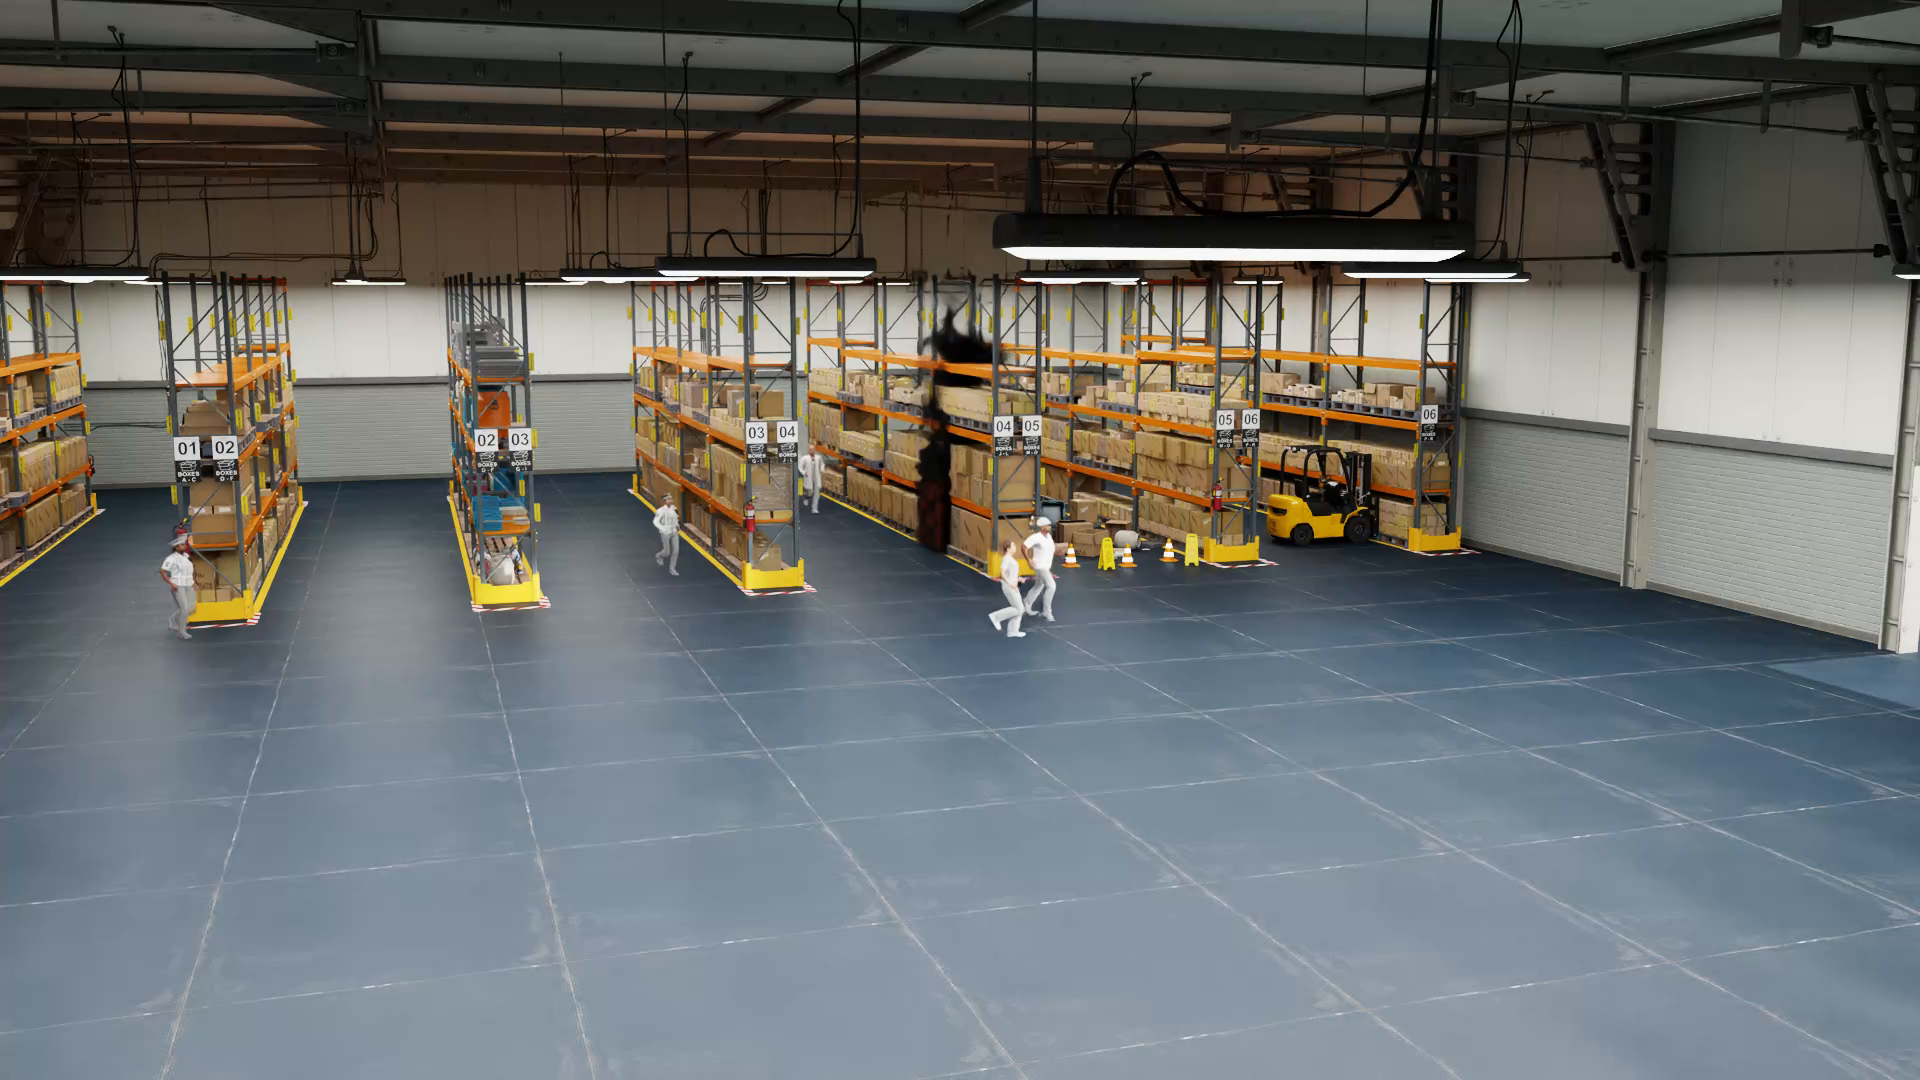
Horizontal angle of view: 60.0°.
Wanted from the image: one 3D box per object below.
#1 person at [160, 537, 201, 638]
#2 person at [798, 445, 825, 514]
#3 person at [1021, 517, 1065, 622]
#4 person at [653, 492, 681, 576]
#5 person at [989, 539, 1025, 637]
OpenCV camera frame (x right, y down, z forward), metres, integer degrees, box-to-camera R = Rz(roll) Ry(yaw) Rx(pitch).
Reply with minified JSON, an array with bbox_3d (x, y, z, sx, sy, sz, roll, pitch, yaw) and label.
[{"bbox_3d":[-12.899,0.779,27.568,0.516,1.667,0.622,4,9,23],"label":"person"},{"bbox_3d":[-3.776,-1.554,42.670,0.724,1.747,0.926,-3,9,-19],"label":"person"},{"bbox_3d":[1.429,0.509,28.966,0.777,1.829,0.678,3,9,20],"label":"person"},{"bbox_3d":[-5.896,-0.141,33.600,0.619,1.676,0.721,-6,11,-37],"label":"person"},{"bbox_3d":[0.786,0.840,27.458,0.597,1.532,0.580,0,9,3],"label":"person"}]
